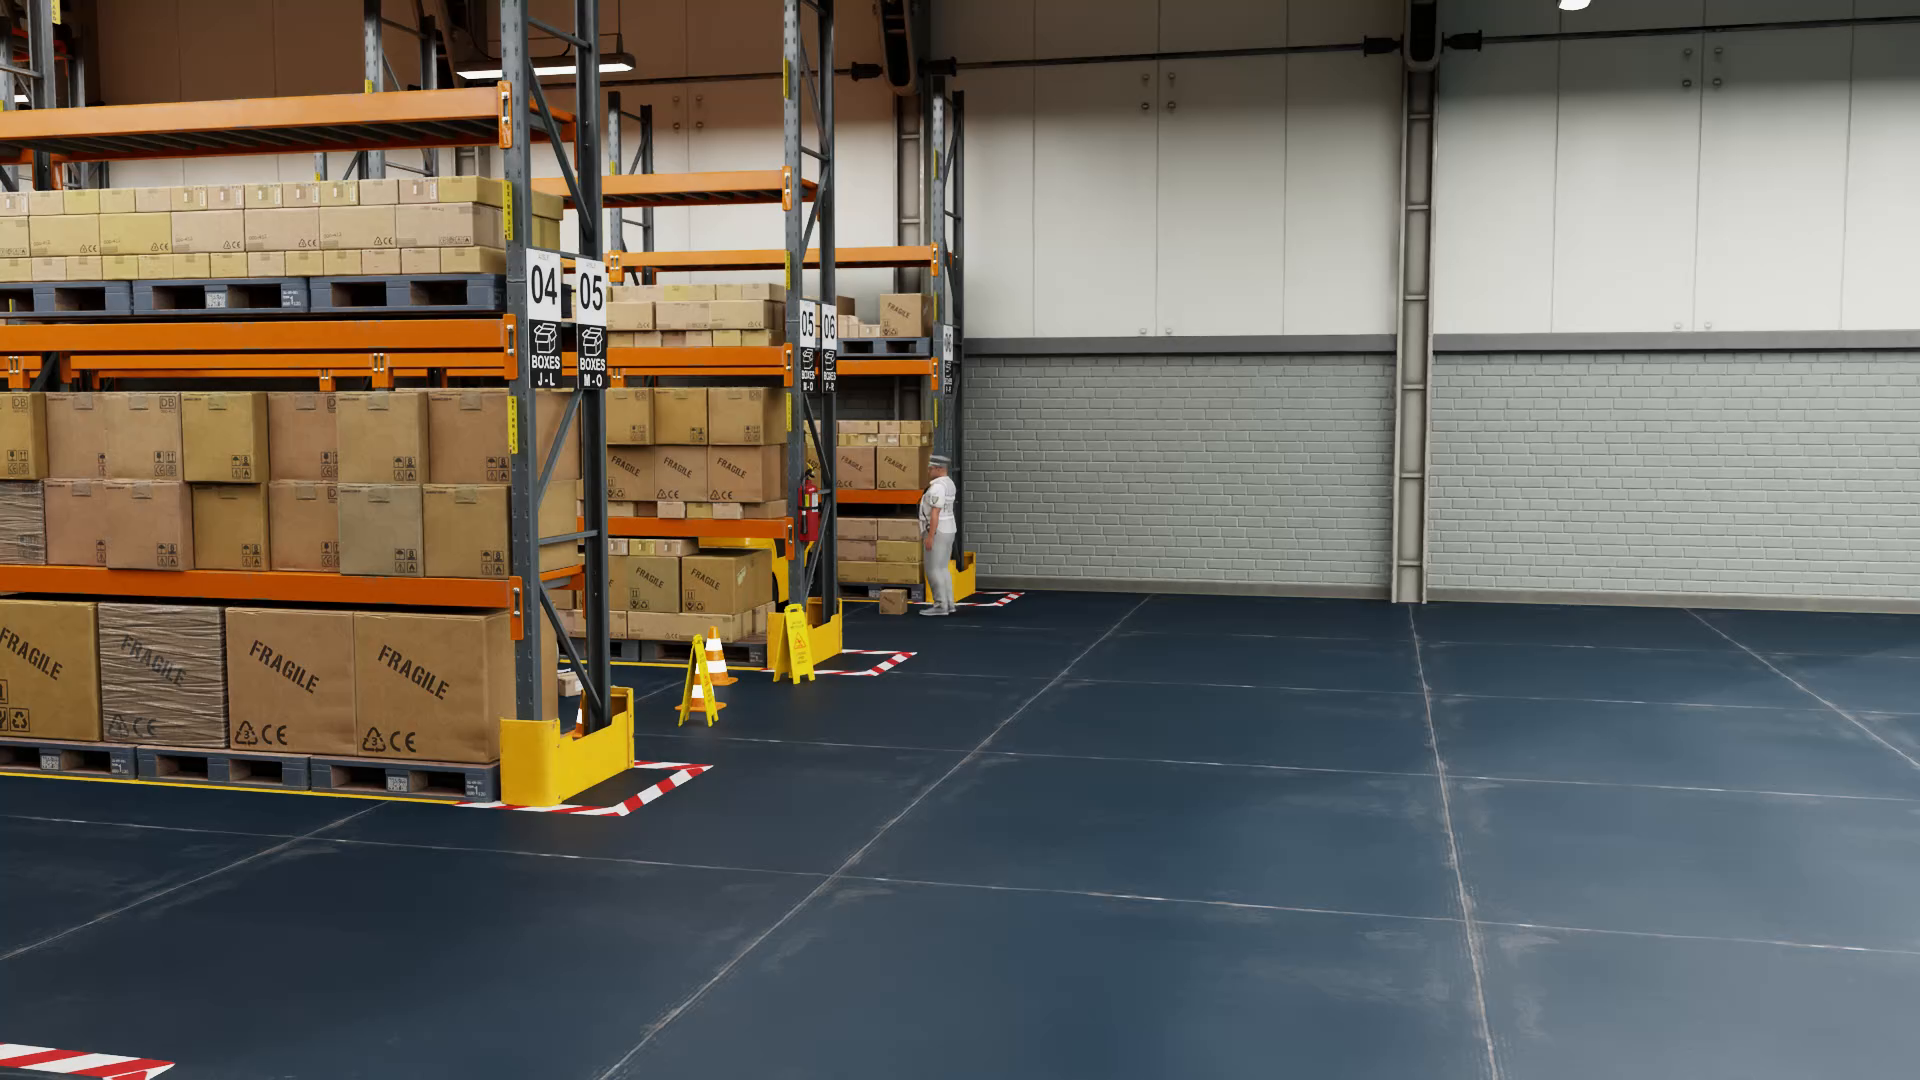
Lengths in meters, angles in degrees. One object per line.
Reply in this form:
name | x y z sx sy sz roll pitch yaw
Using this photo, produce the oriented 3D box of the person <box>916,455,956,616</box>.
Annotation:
person | -0.252 -0.051 18.131 0.393 1.752 0.527 1 5 15
